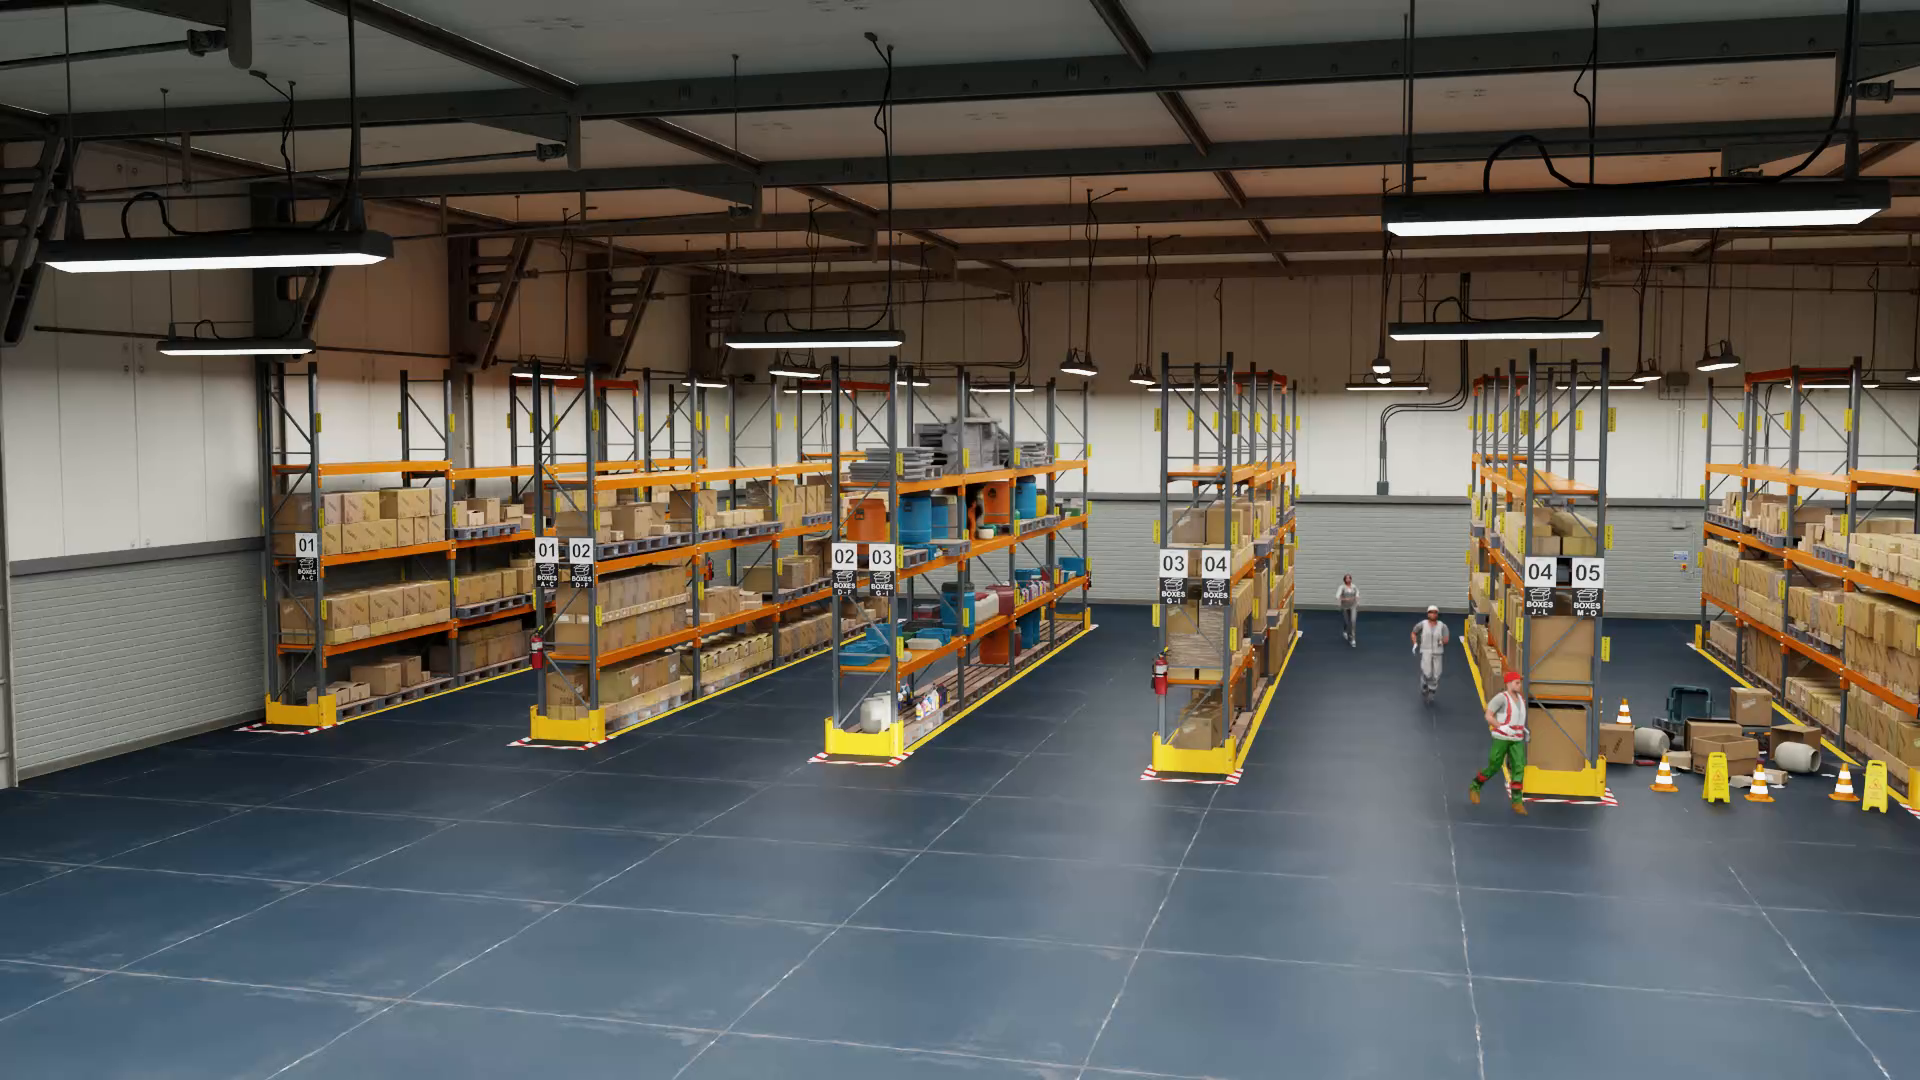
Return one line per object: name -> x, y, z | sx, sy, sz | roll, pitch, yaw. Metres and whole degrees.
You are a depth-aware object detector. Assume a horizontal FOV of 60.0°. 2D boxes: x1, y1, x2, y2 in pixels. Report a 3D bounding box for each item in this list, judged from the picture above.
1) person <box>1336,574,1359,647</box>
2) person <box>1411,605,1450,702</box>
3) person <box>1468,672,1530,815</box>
person -> 8.750, 1.560, 37.511 | 0.550, 1.605, 0.892 | 0, 4, 4
person -> 8.367, 2.030, 29.494 | 0.639, 1.741, 0.645 | 0, 4, 6
person -> 7.115, 2.588, 21.508 | 0.713, 1.763, 0.969 | -2, 4, -22
